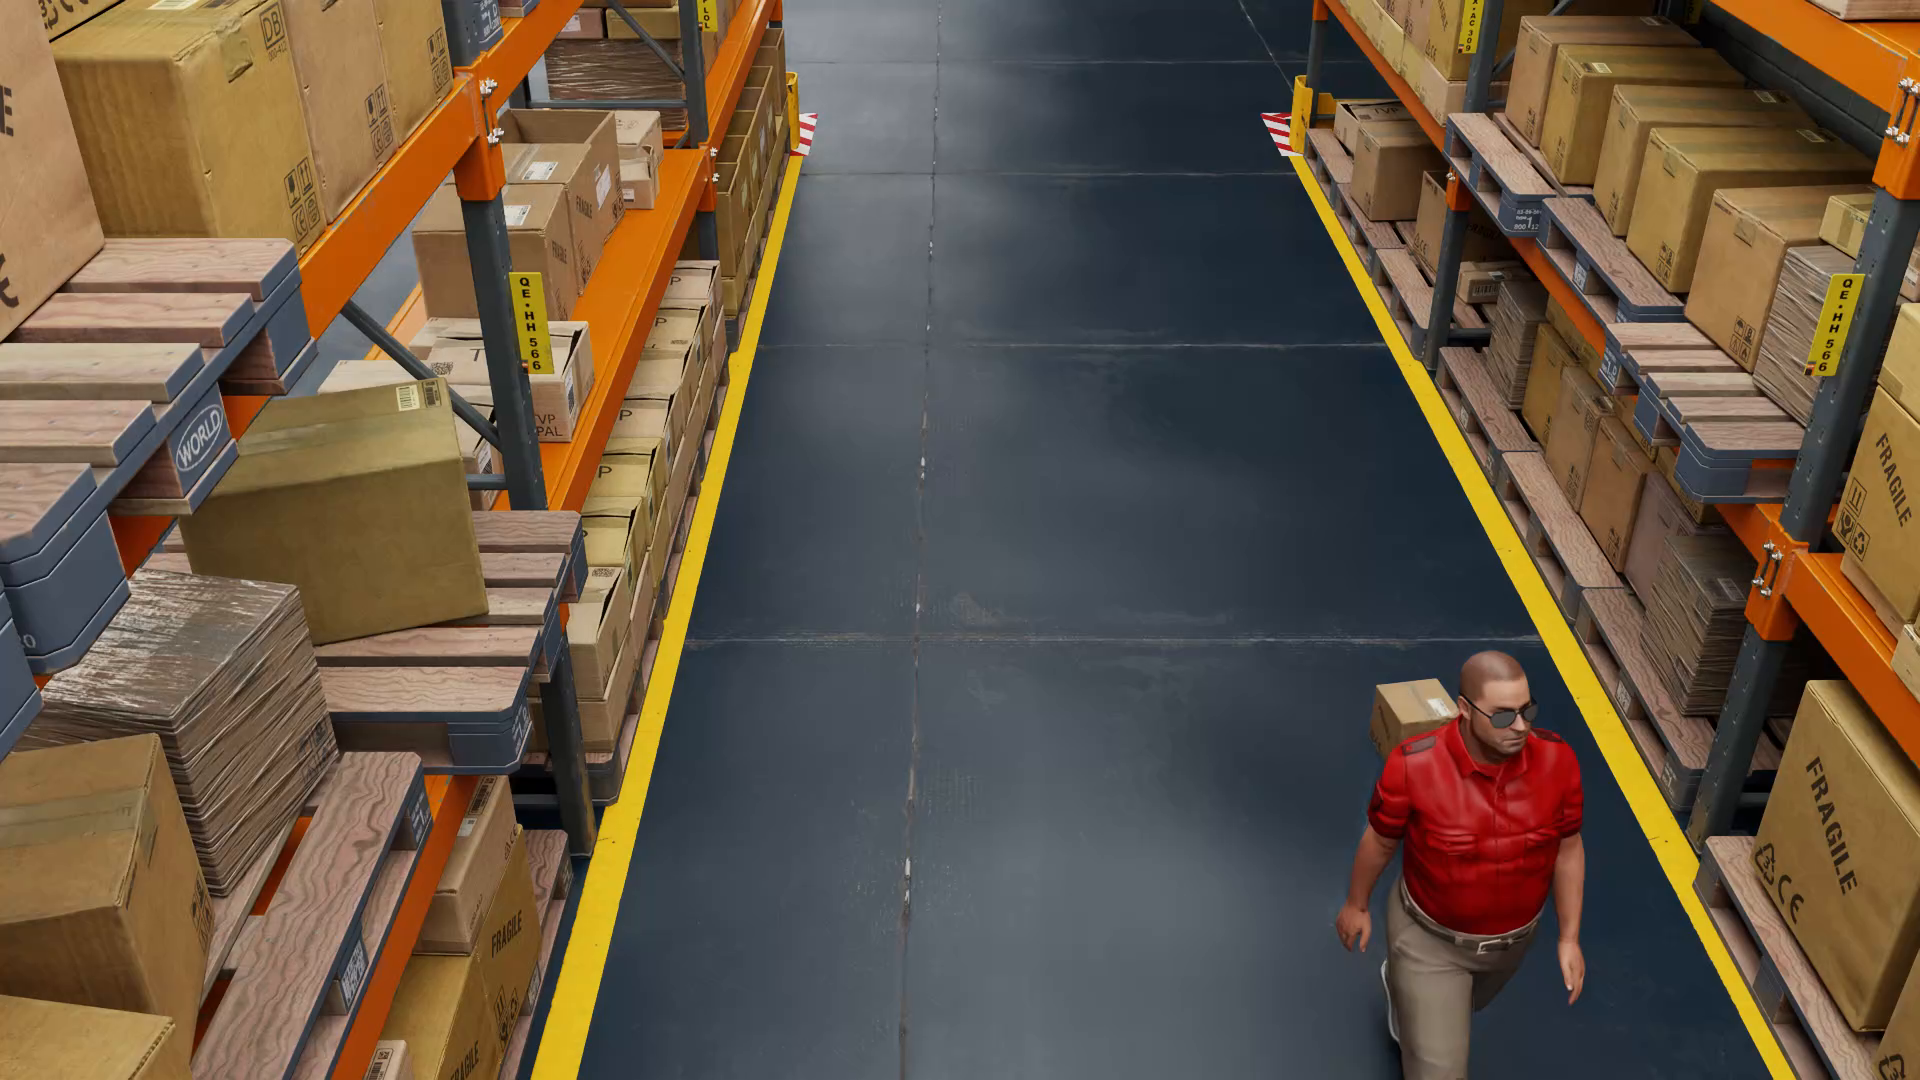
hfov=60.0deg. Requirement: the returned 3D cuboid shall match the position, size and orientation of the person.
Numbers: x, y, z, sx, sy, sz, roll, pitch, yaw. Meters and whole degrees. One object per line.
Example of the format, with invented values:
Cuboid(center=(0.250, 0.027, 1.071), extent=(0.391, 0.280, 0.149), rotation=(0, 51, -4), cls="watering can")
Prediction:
Cuboid(center=(1.360, 1.032, 4.467), extent=(0.566, 1.670, 1.073), rotation=(-6, 32, -9), cls="person")
